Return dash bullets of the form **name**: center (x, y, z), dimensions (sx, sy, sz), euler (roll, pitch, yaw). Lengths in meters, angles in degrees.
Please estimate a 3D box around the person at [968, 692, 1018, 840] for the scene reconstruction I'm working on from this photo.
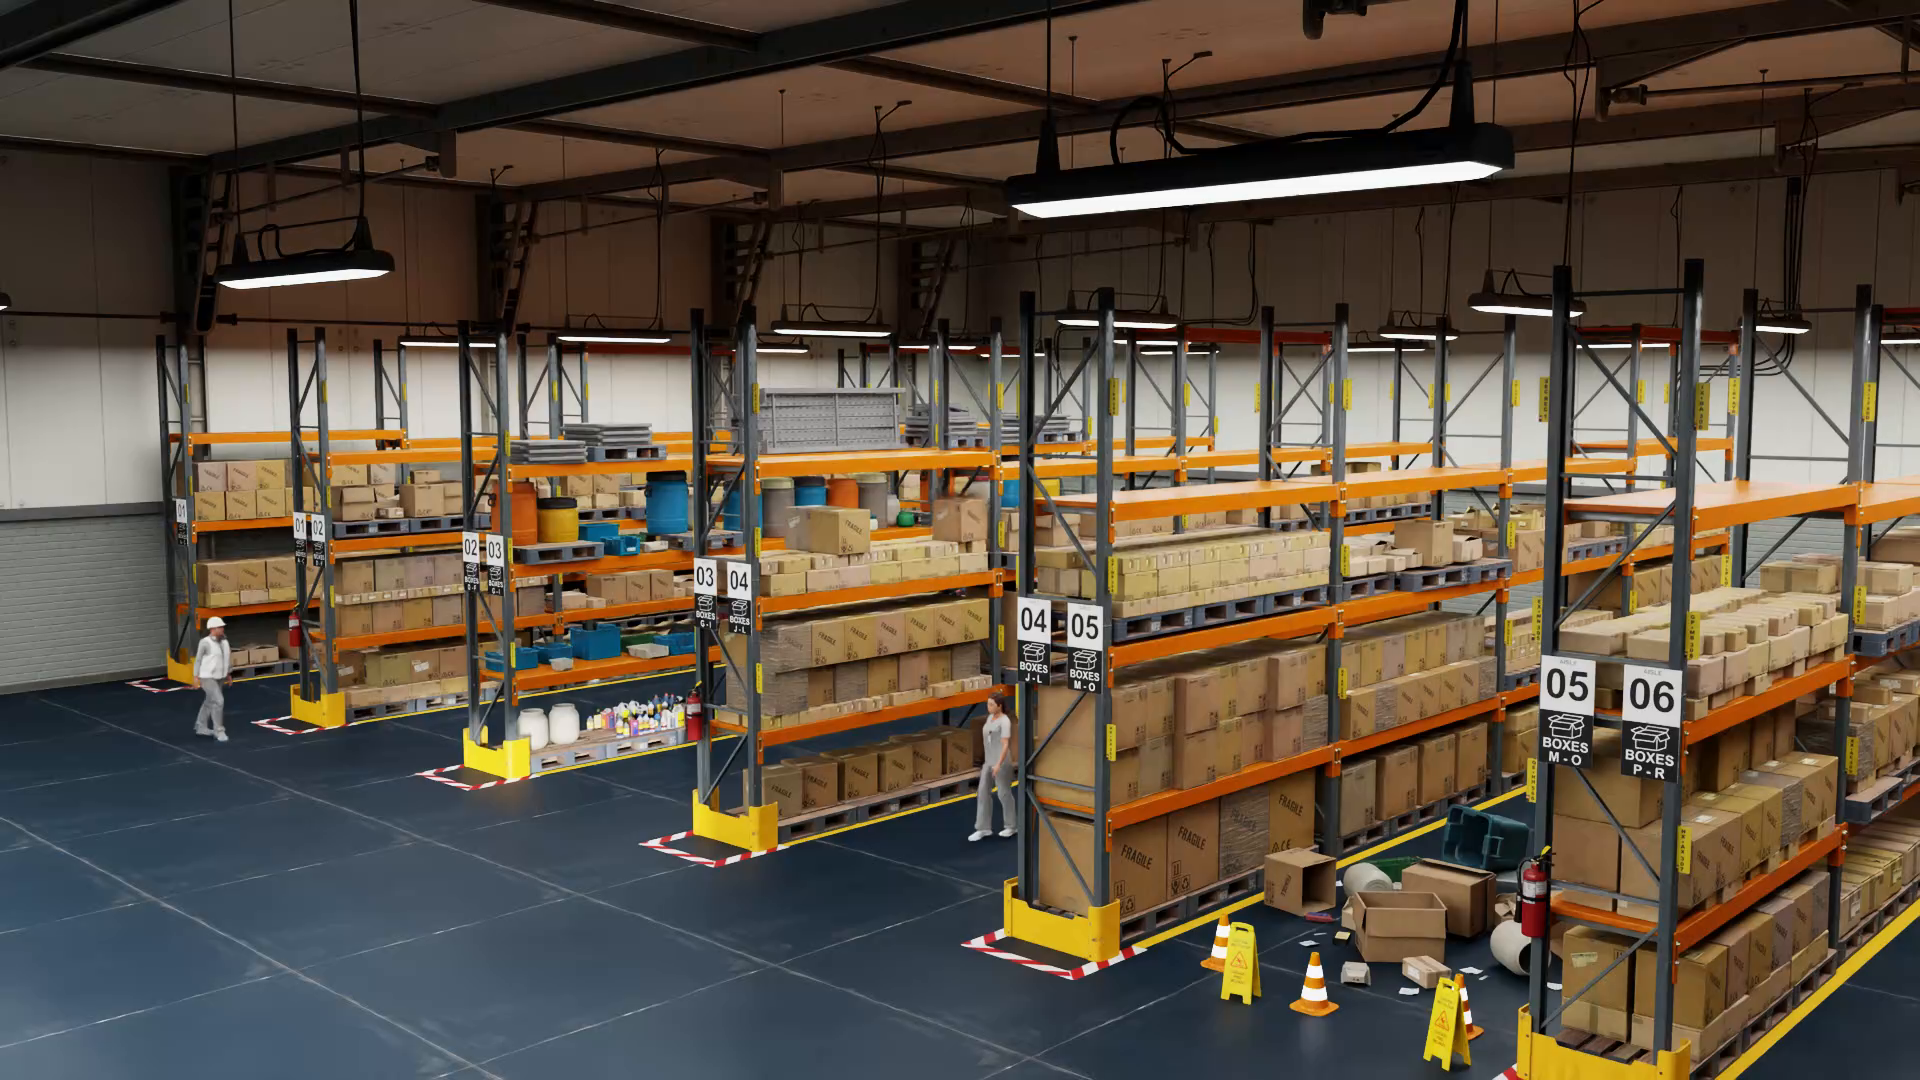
- **person**: center (0.395, 2.567, 18.911), dimensions (0.619, 1.698, 0.501), euler (-3, 6, -30)

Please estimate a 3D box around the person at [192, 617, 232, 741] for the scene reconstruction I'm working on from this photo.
- **person**: center (-10.924, 2.018, 24.339), dimensions (0.676, 1.798, 0.558), euler (1, 5, 11)
